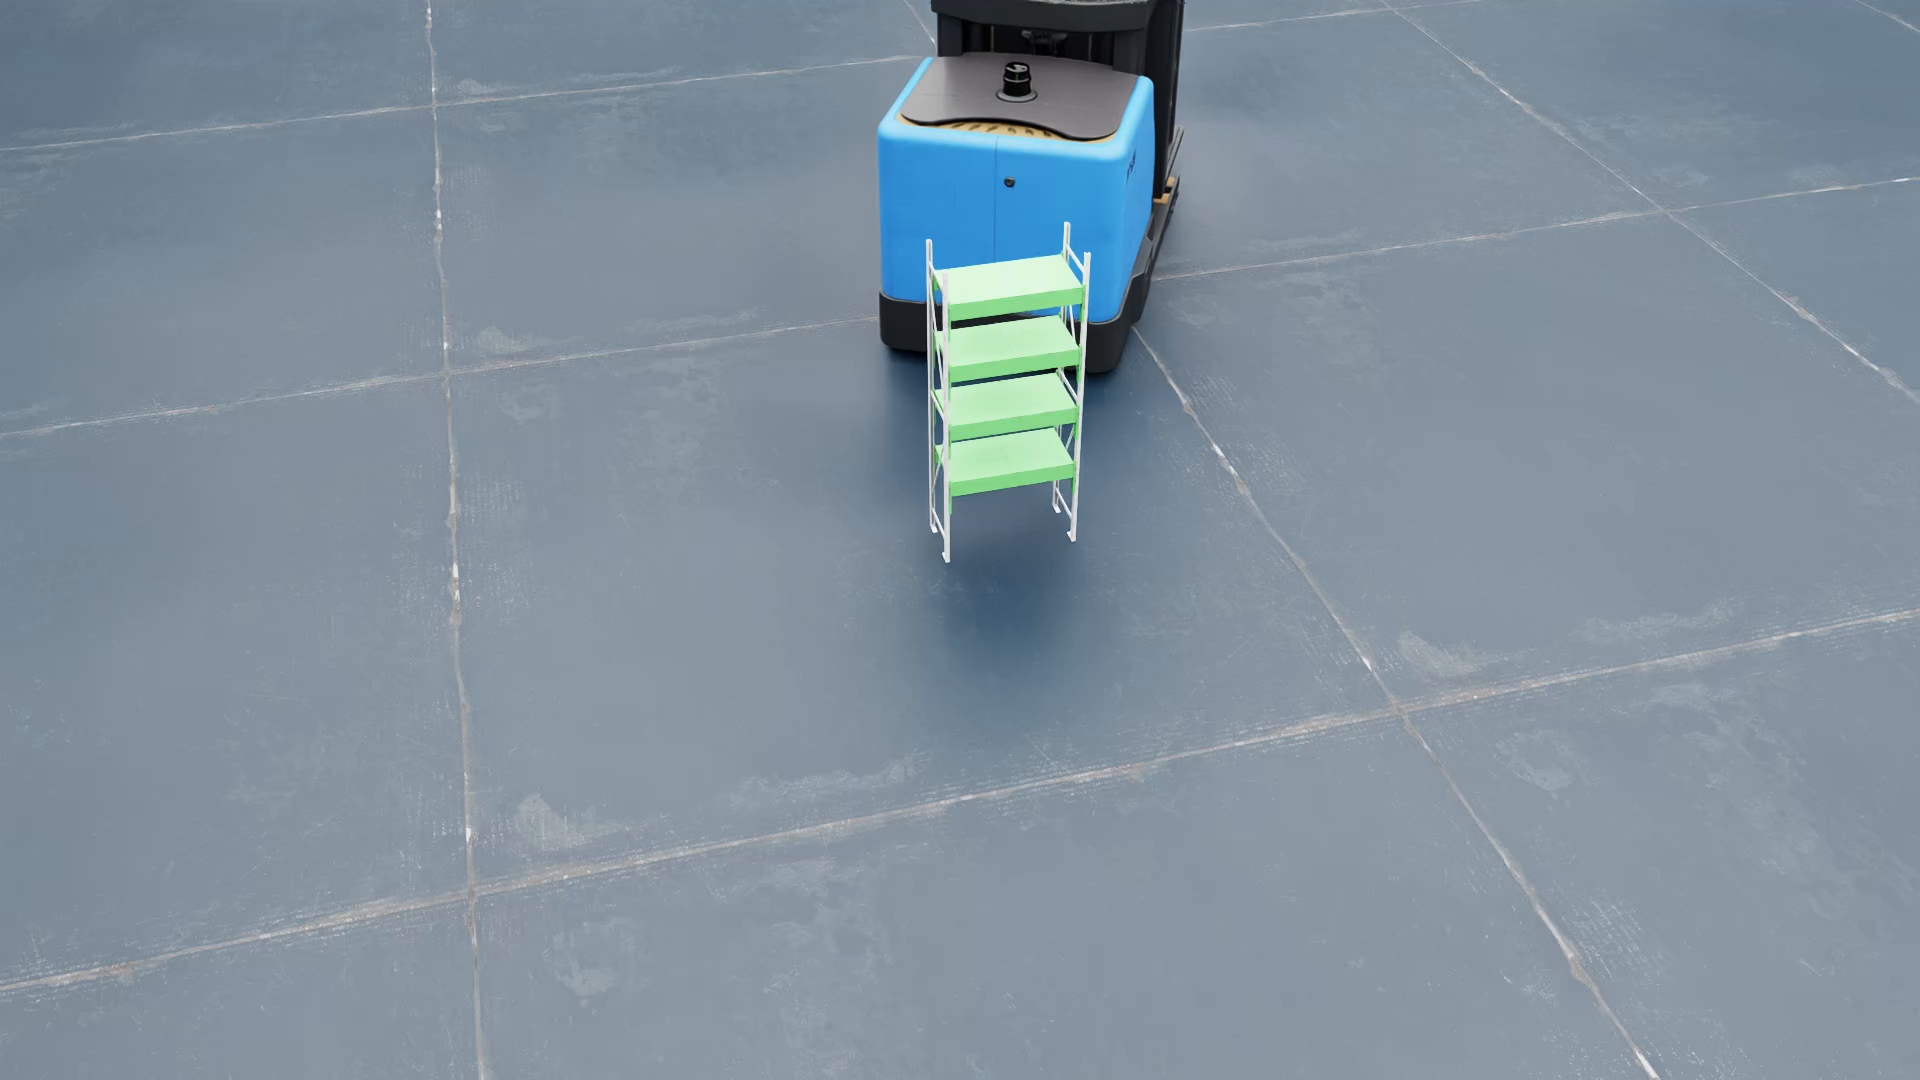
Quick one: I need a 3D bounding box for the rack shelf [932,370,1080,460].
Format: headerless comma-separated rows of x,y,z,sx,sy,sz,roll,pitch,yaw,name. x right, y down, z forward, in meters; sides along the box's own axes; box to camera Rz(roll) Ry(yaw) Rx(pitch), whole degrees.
0.160,-0.452,5.959,0.480,0.148,0.258,-9,38,-12,rack shelf

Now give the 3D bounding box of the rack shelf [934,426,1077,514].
0.160,-0.261,6.104,0.480,0.148,0.258,-9,38,-12,rack shelf

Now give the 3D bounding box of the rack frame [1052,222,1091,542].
0.395,-0.541,5.970,0.015,1.200,0.240,-9,38,-12,rack frame

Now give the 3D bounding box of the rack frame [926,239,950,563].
-0.076,-0.464,5.869,0.015,1.200,0.240,-9,38,-12,rack frame

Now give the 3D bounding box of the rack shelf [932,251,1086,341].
0.160,-0.833,5.667,0.480,0.148,0.258,-9,38,-12,rack shelf

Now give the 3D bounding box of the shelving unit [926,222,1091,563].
0.160,-0.503,5.920,0.503,1.200,0.258,-9,38,-12,shelving unit

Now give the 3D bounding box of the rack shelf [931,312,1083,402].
0.160,-0.643,5.813,0.480,0.148,0.258,-9,38,-12,rack shelf

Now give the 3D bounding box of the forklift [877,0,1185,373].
0.494,-2.770,7.459,1.130,2.935,3.031,8,38,11,forklift
